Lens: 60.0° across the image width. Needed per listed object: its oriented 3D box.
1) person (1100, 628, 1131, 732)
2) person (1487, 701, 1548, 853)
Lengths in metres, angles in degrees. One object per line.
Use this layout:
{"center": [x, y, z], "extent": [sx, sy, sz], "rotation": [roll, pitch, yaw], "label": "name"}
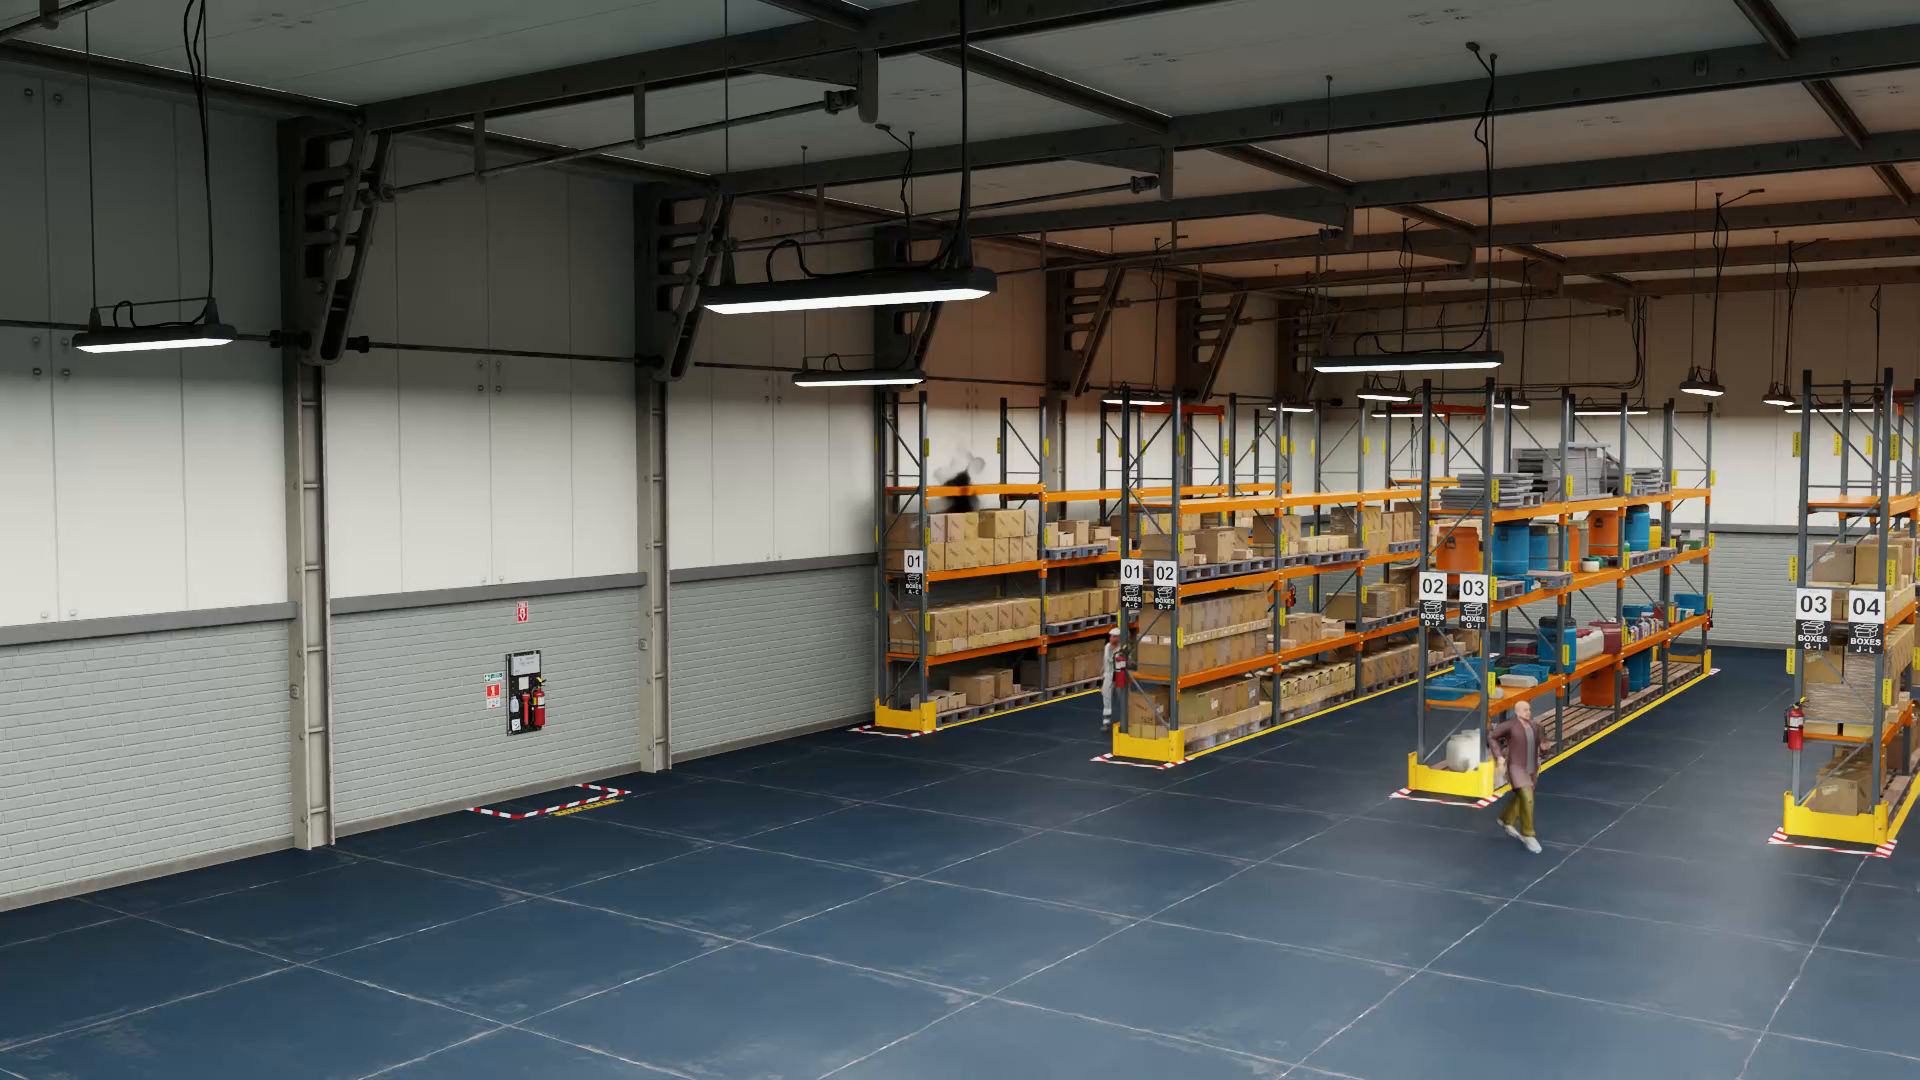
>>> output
{"center": [2.748, 2.443, 29.355], "extent": [0.662, 1.776, 0.997], "rotation": [2, 4, 33], "label": "person"}
{"center": [7.072, 2.936, 20.961], "extent": [0.680, 1.830, 0.921], "rotation": [-2, 4, -26], "label": "person"}
